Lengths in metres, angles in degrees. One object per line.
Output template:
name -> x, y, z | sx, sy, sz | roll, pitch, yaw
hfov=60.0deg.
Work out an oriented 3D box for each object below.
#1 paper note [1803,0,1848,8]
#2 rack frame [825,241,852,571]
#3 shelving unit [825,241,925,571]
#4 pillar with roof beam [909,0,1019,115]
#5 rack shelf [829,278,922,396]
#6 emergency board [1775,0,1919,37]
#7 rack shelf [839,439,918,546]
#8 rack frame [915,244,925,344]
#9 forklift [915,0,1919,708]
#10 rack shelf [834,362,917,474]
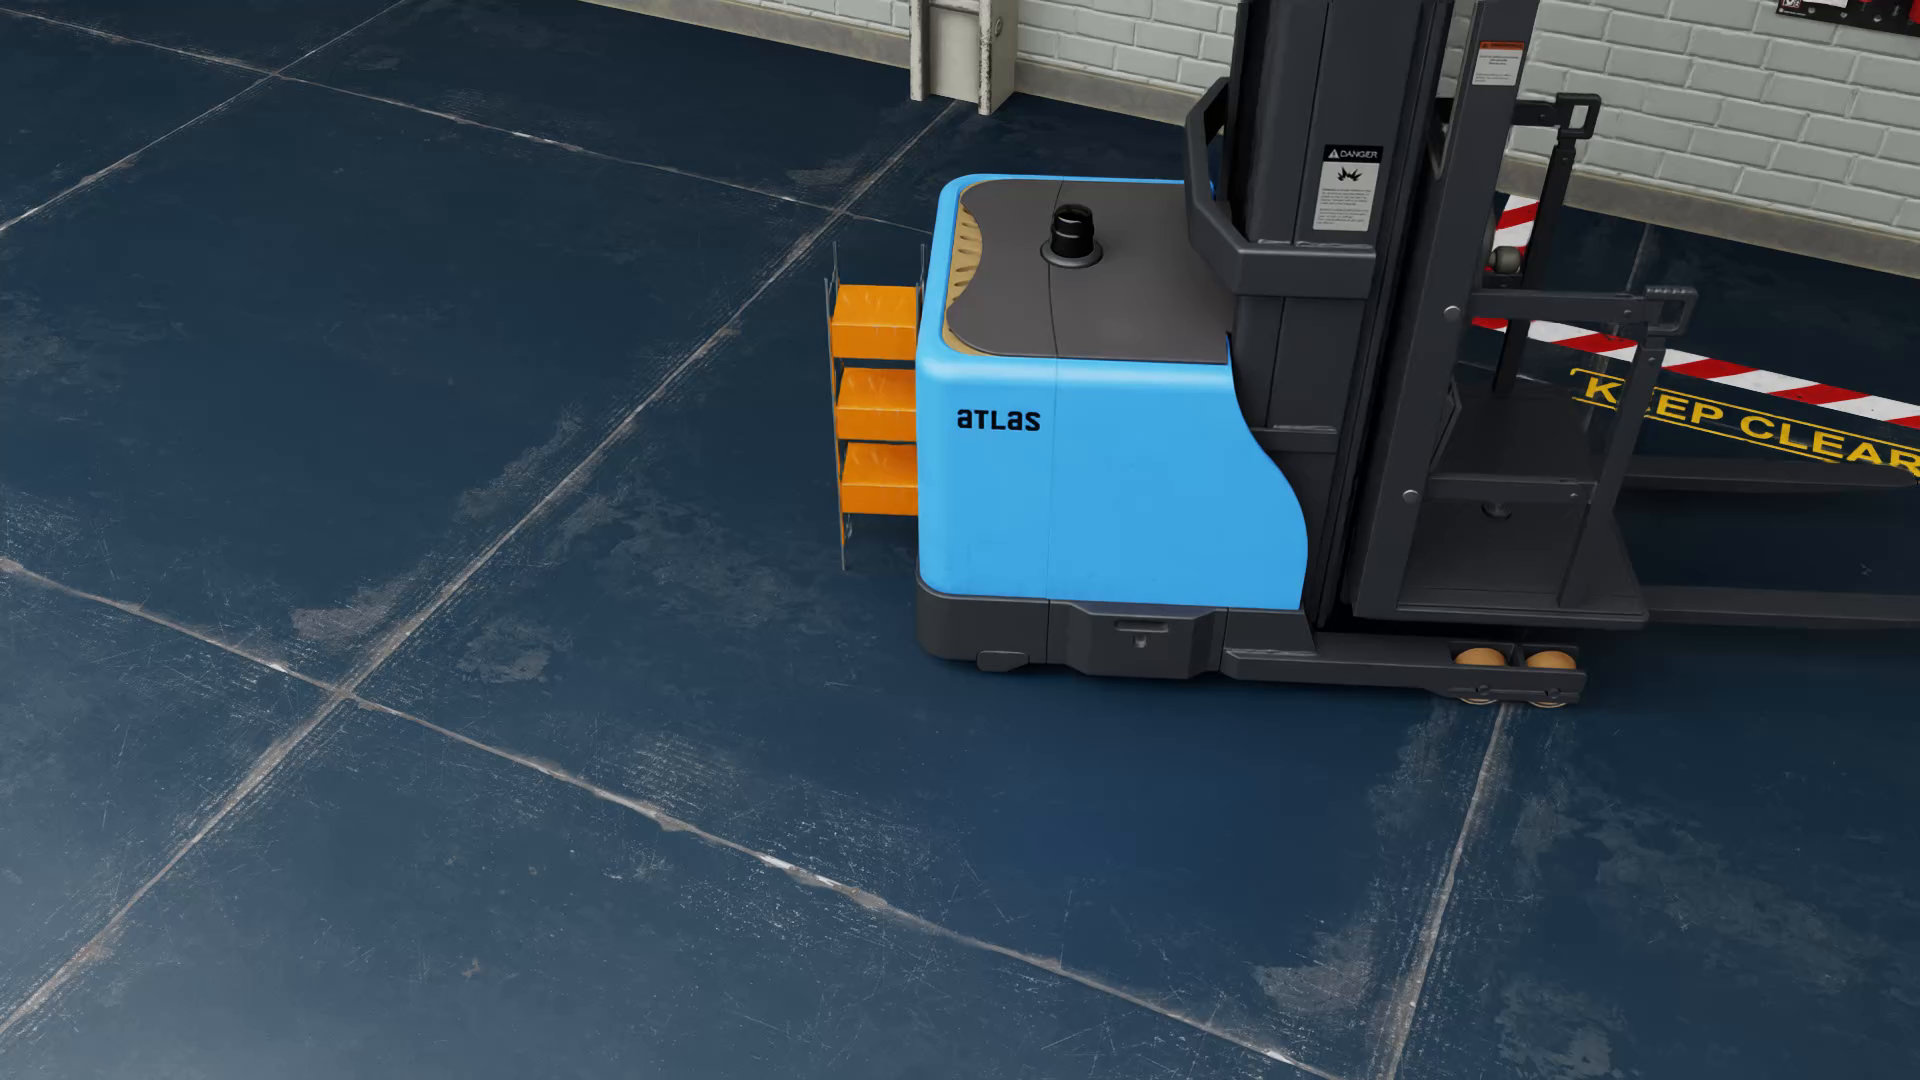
paper note -> 3.100, -1.980, 5.917 | 0.142, 0.148, 0.016 | 17, 44, 19
rack frame -> -0.352, -0.366, 4.871 | 0.008, 1.050, 0.200 | 2, 41, 3
shelving unit -> -0.231, -0.361, 4.865 | 0.252, 1.050, 0.215 | 2, 41, 3
pillar with roof beam -> -1.803, -2.890, 1.713 | 0.400, 9.000, 9.100 | 17, 44, 19
rack shelf -> -0.231, -0.567, 4.686 | 0.240, 0.259, 0.215 | 2, 41, 3
emergency board -> 3.231, -2.223, 5.525 | 0.643, 1.169, 0.194 | 17, 44, 19
rack shelf -> -0.231, -0.143, 5.054 | 0.240, 0.259, 0.215 | 2, 41, 3
rack frame -> -0.109, -0.356, 4.859 | 0.008, 1.050, 0.200 | 2, 41, 3
forklift -> 1.413, -0.995, 4.160 | 3.031, 2.935, 1.130 | 2, 41, 3
rack shelf -> -0.231, -0.353, 4.872 | 0.240, 0.259, 0.215 | 2, 41, 3
